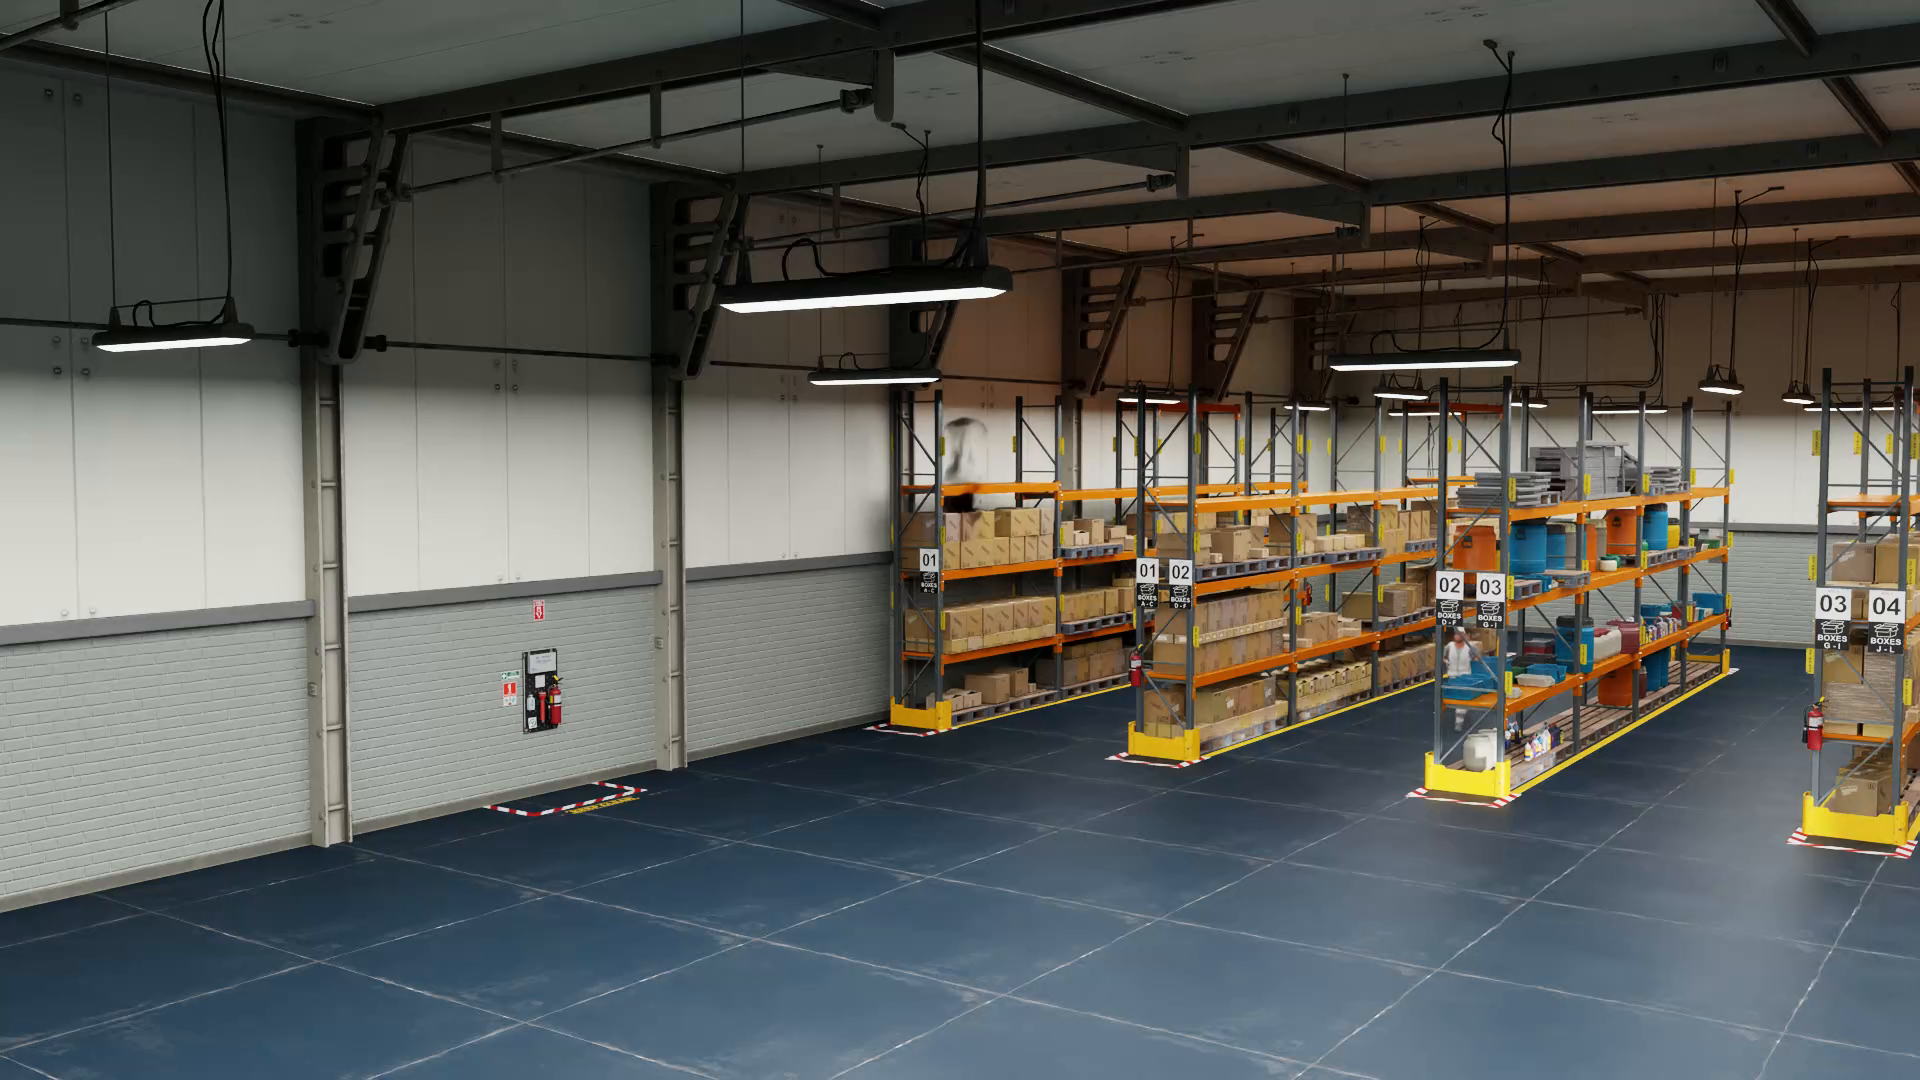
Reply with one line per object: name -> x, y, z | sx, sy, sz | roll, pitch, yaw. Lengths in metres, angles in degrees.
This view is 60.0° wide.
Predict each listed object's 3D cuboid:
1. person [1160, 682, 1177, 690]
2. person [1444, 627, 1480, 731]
person -> 4.004, 2.375, 31.316 | 0.669, 1.733, 0.728 | 2, 4, 27
person -> 8.806, 2.423, 29.372 | 0.657, 1.776, 0.968 | 2, 4, 25
